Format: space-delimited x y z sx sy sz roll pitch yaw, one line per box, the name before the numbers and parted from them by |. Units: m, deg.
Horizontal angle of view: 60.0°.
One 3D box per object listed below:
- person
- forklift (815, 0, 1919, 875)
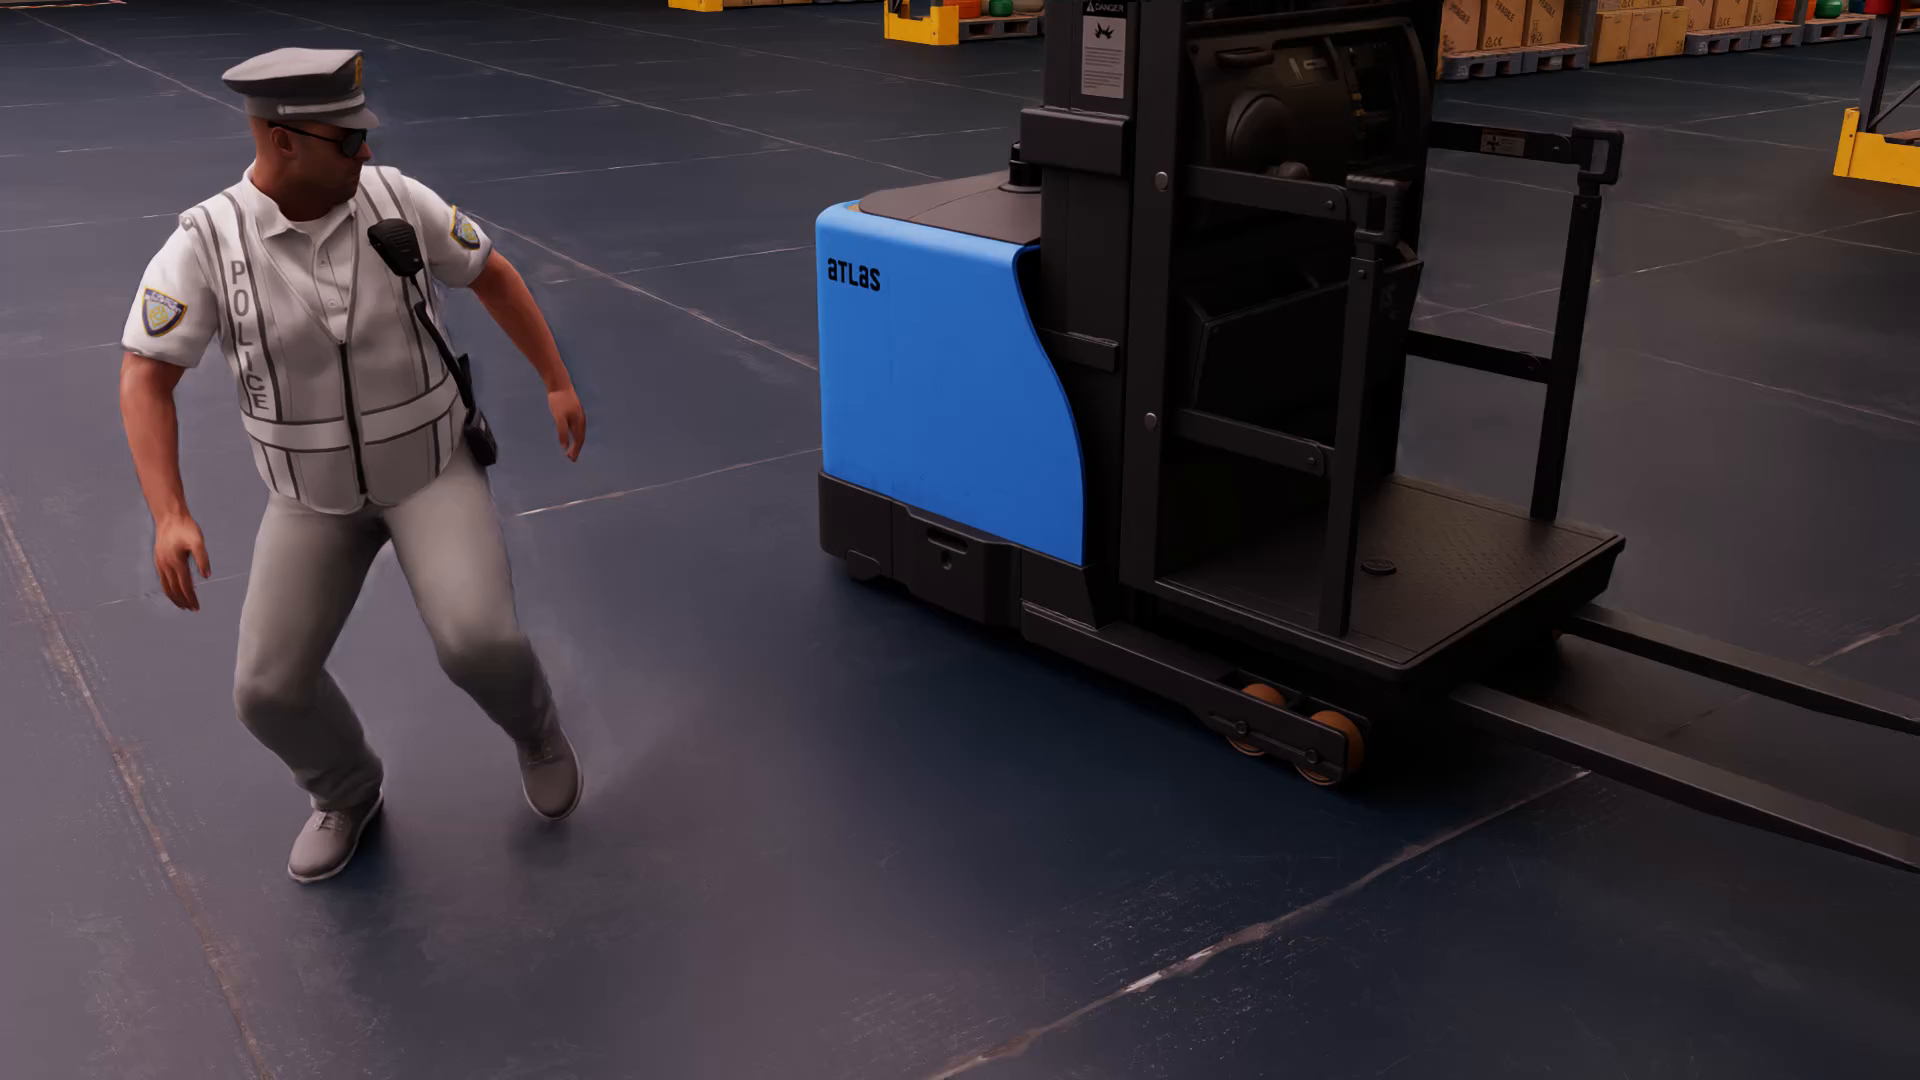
person | -1.155 -0.115 3.286 0.822 1.656 0.609 -5 23 -11
forklift | 0.986 -1.020 3.777 3.031 2.935 1.130 20 30 41
